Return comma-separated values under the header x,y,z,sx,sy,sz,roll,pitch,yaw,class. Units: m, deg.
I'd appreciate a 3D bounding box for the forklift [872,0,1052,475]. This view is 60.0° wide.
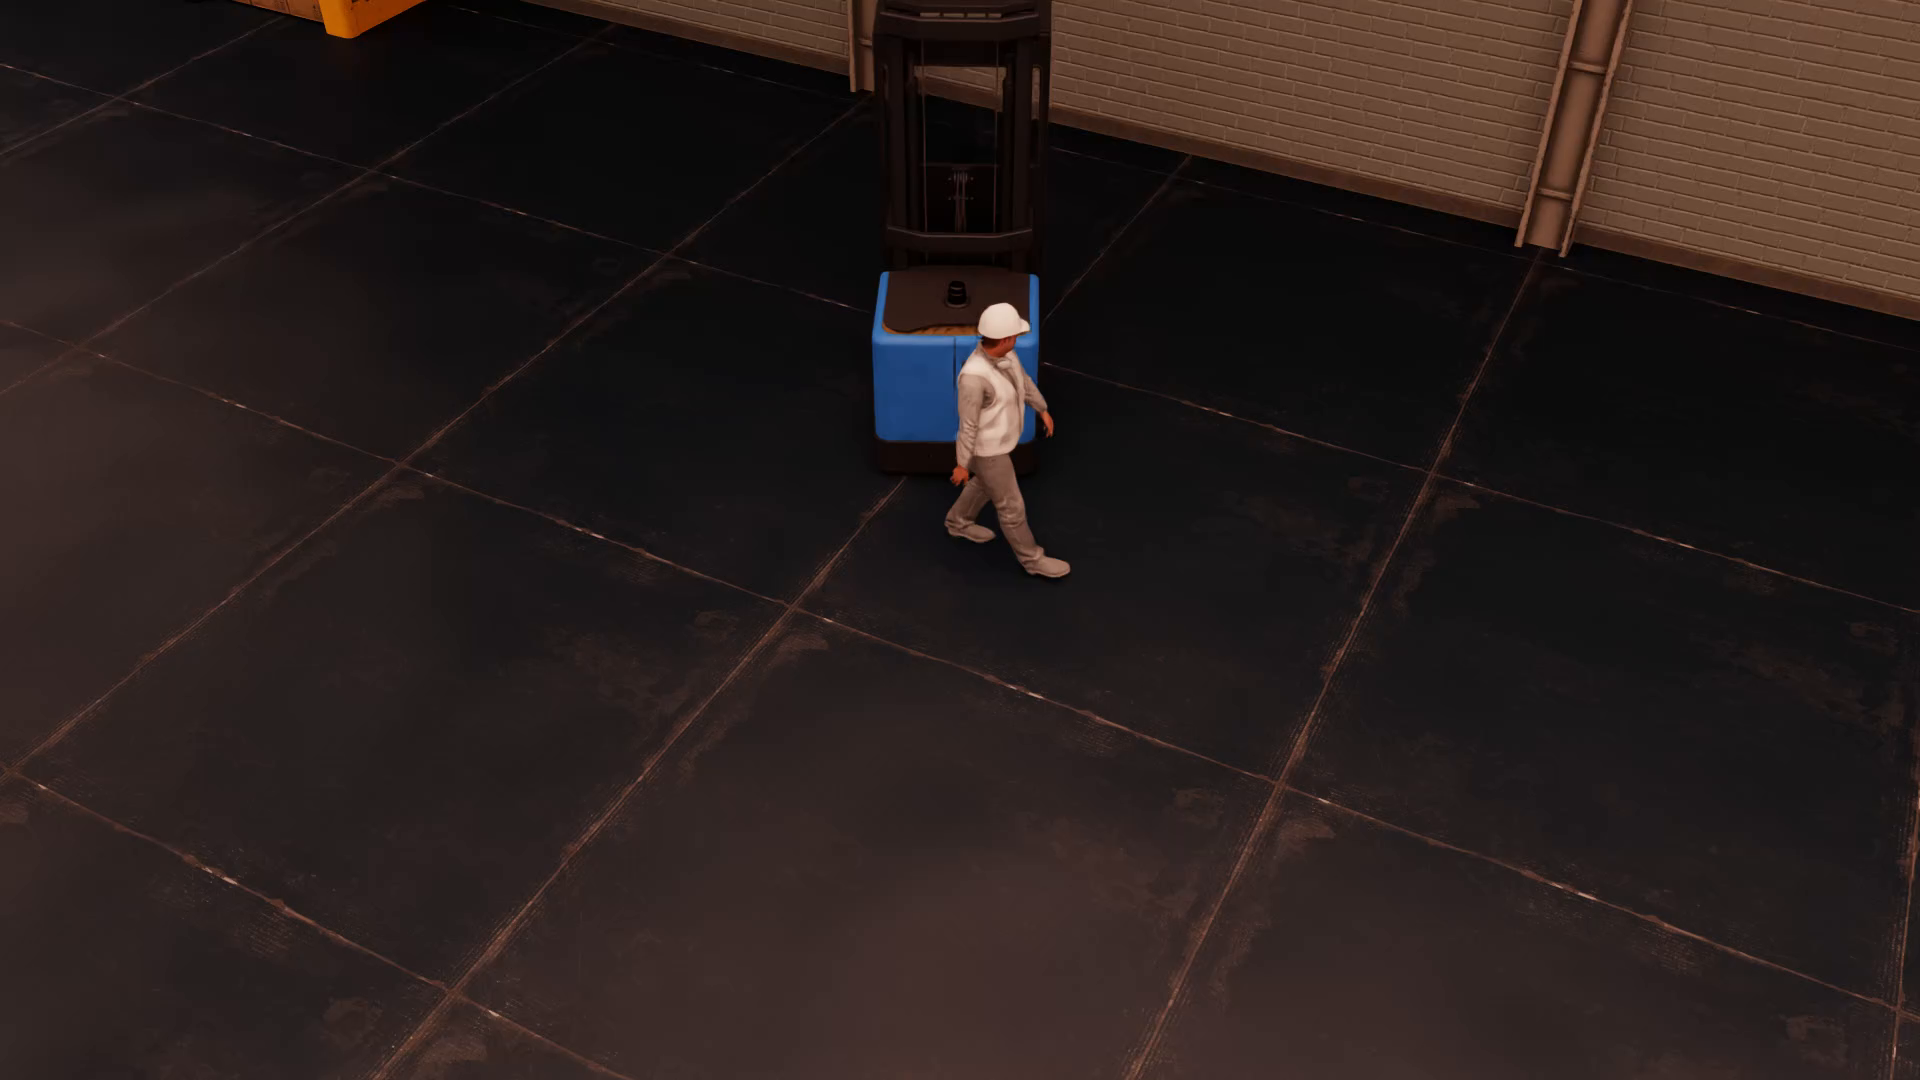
x,y,z,sx,sy,sz,roll,pitch,yaw,class
0.022,-2.469,10.918,1.130,2.935,3.031,1,40,2,forklift

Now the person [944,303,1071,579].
x,y,z,sx,sy,sz,roll,pitch,yaw,class
0.286,-0.567,9.596,0.867,1.731,0.680,12,42,14,person
